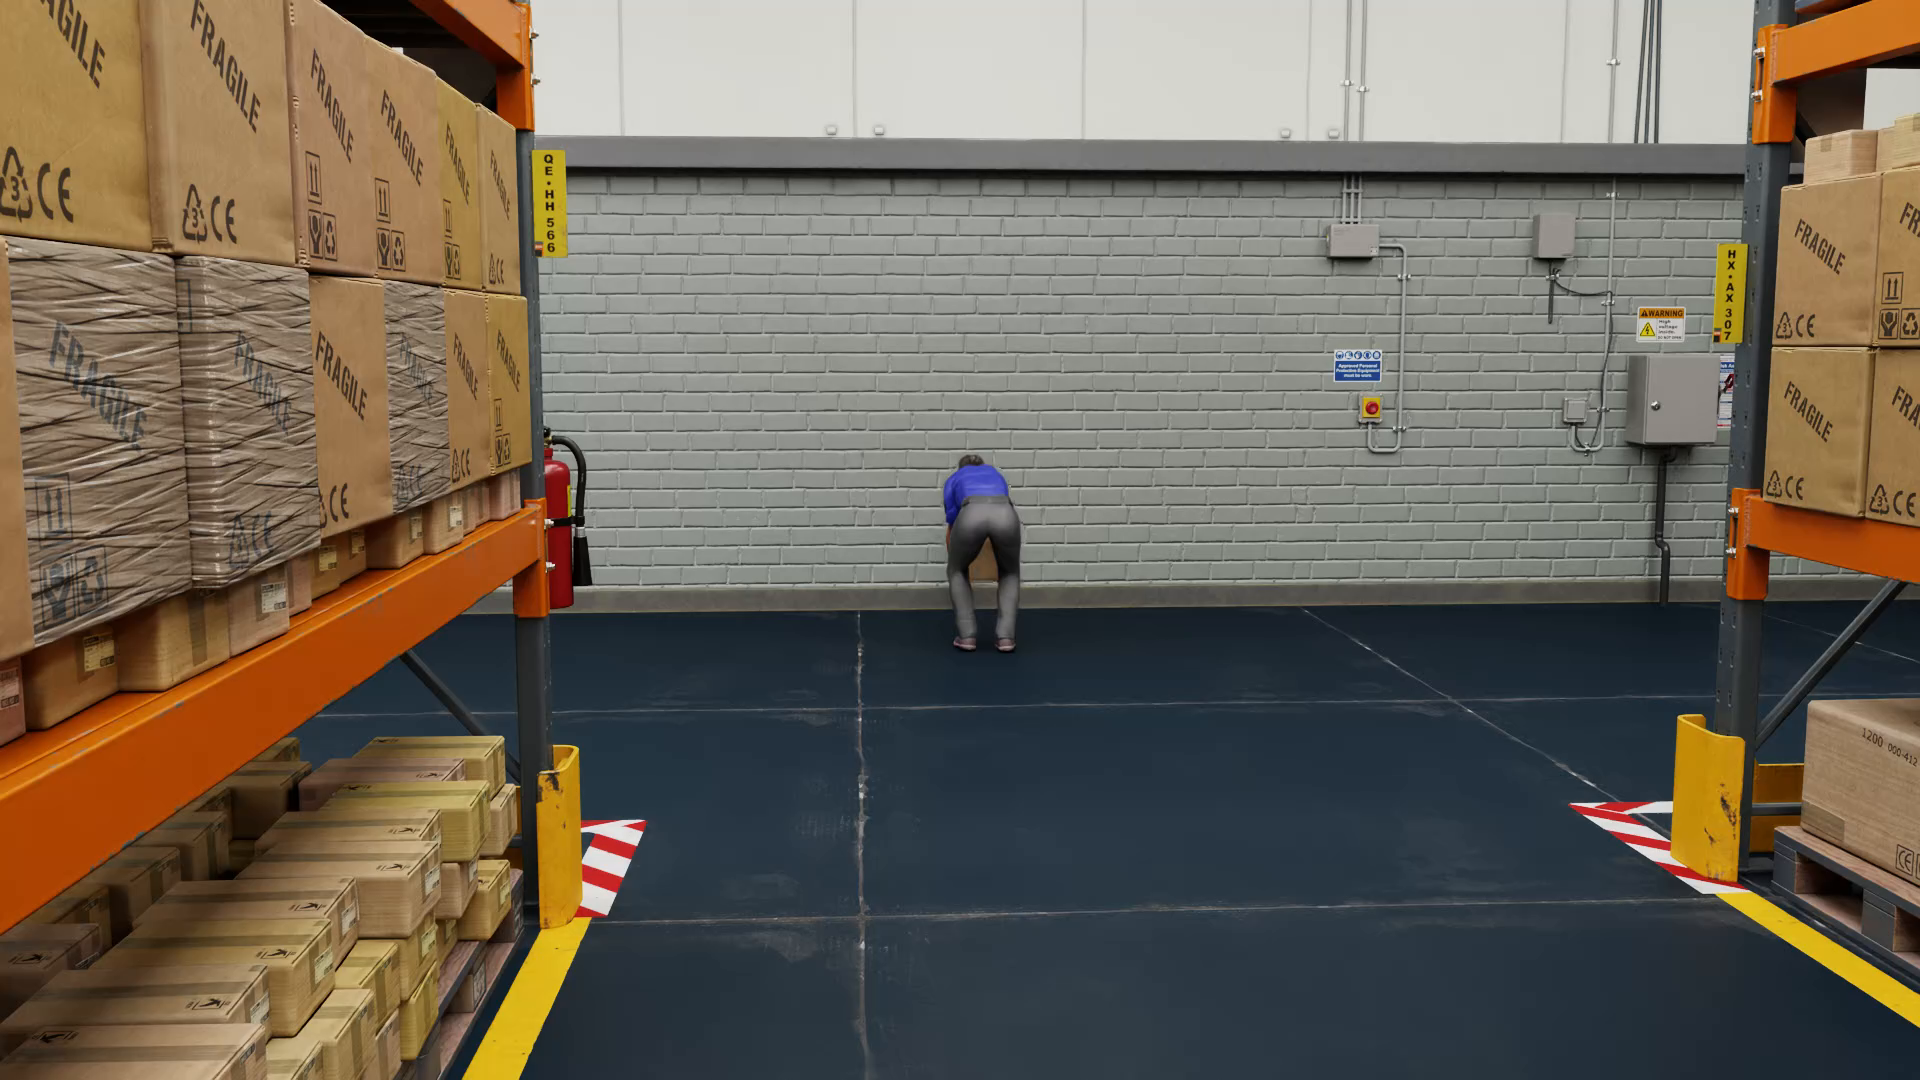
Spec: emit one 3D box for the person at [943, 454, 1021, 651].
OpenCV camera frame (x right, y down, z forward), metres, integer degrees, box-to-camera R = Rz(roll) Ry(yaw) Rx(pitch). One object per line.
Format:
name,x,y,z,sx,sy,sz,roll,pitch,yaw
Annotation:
person,0.130,0.070,9.916,0.437,1.126,0.846,-1,7,-6
